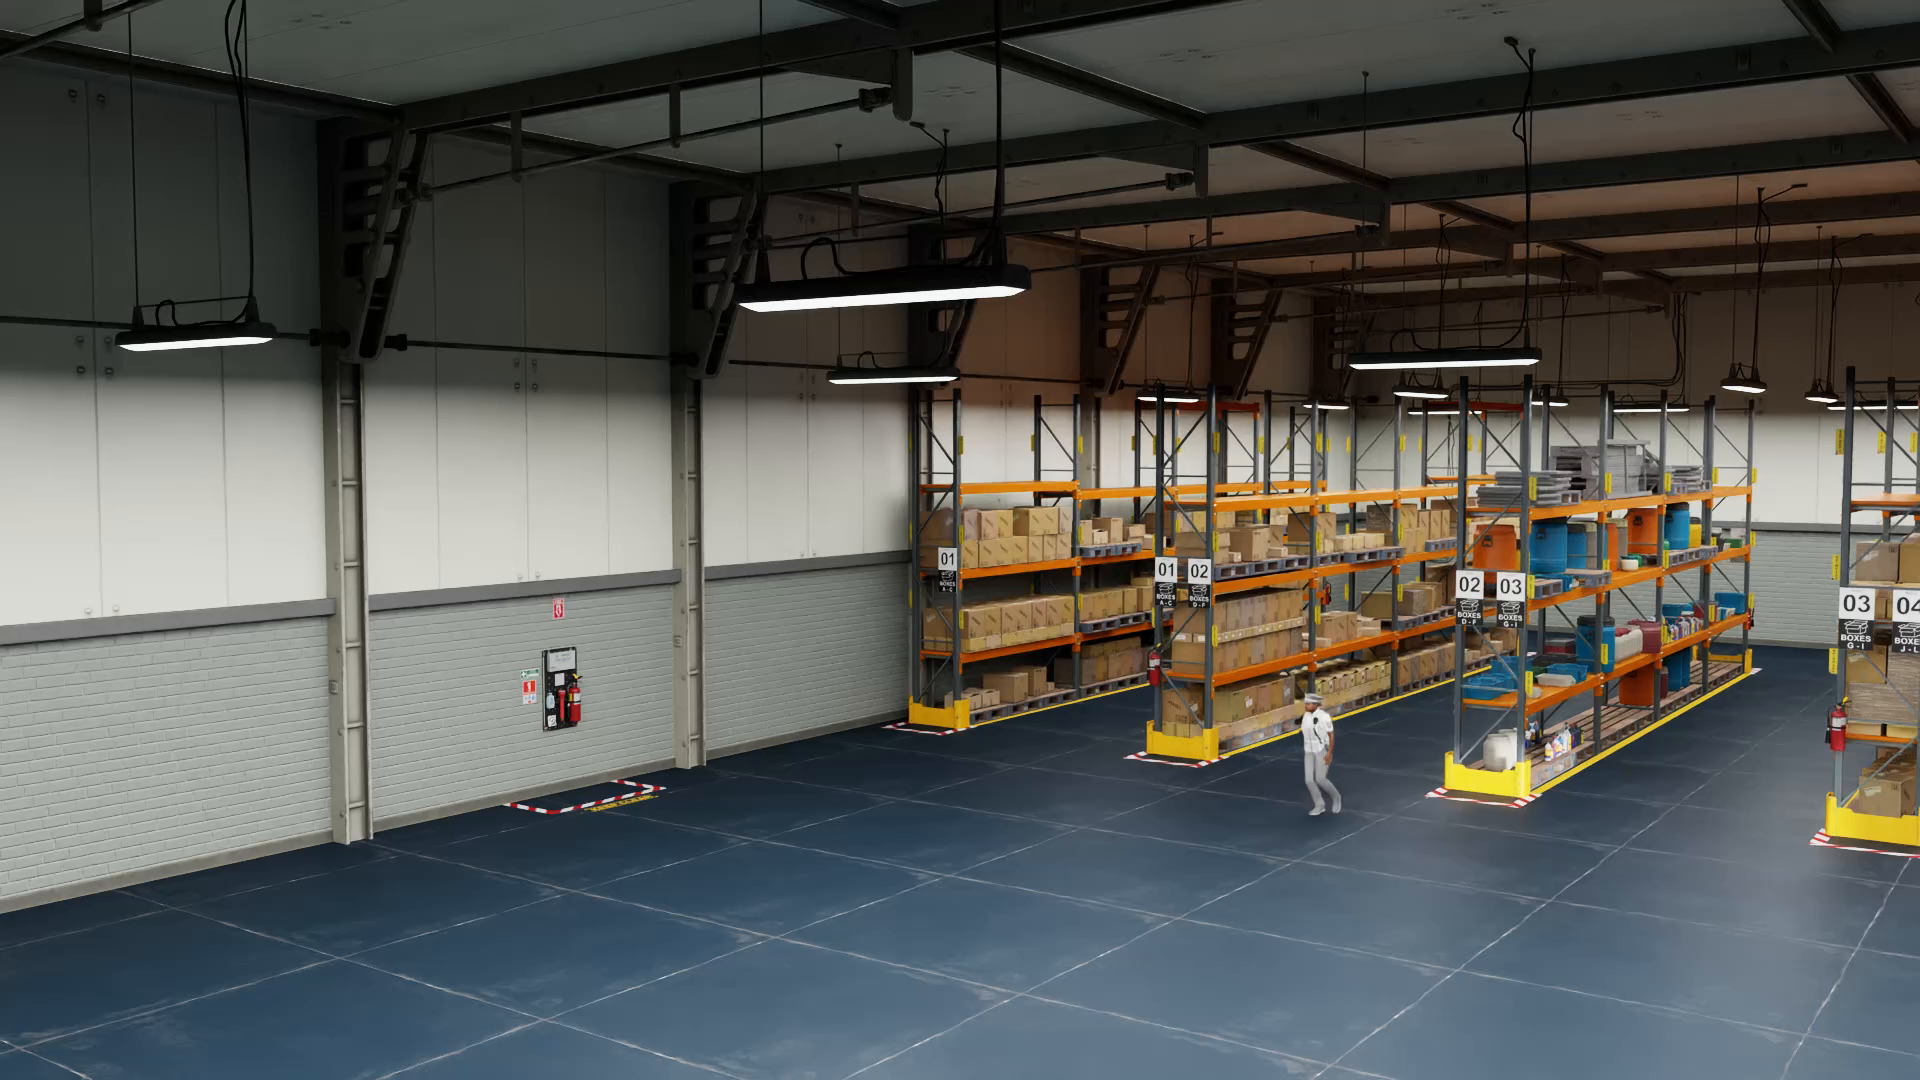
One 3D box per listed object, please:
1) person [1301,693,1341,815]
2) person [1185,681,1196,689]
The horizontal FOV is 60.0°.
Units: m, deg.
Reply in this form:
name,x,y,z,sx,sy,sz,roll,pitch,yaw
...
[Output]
name,x,y,z,sx,sy,sz,roll,pitch,yaw
person,4.905,2.892,22.617,0.506,1.658,0.522,-2,4,-37
person,4.397,2.408,31.178,0.700,1.636,0.721,3,5,44
